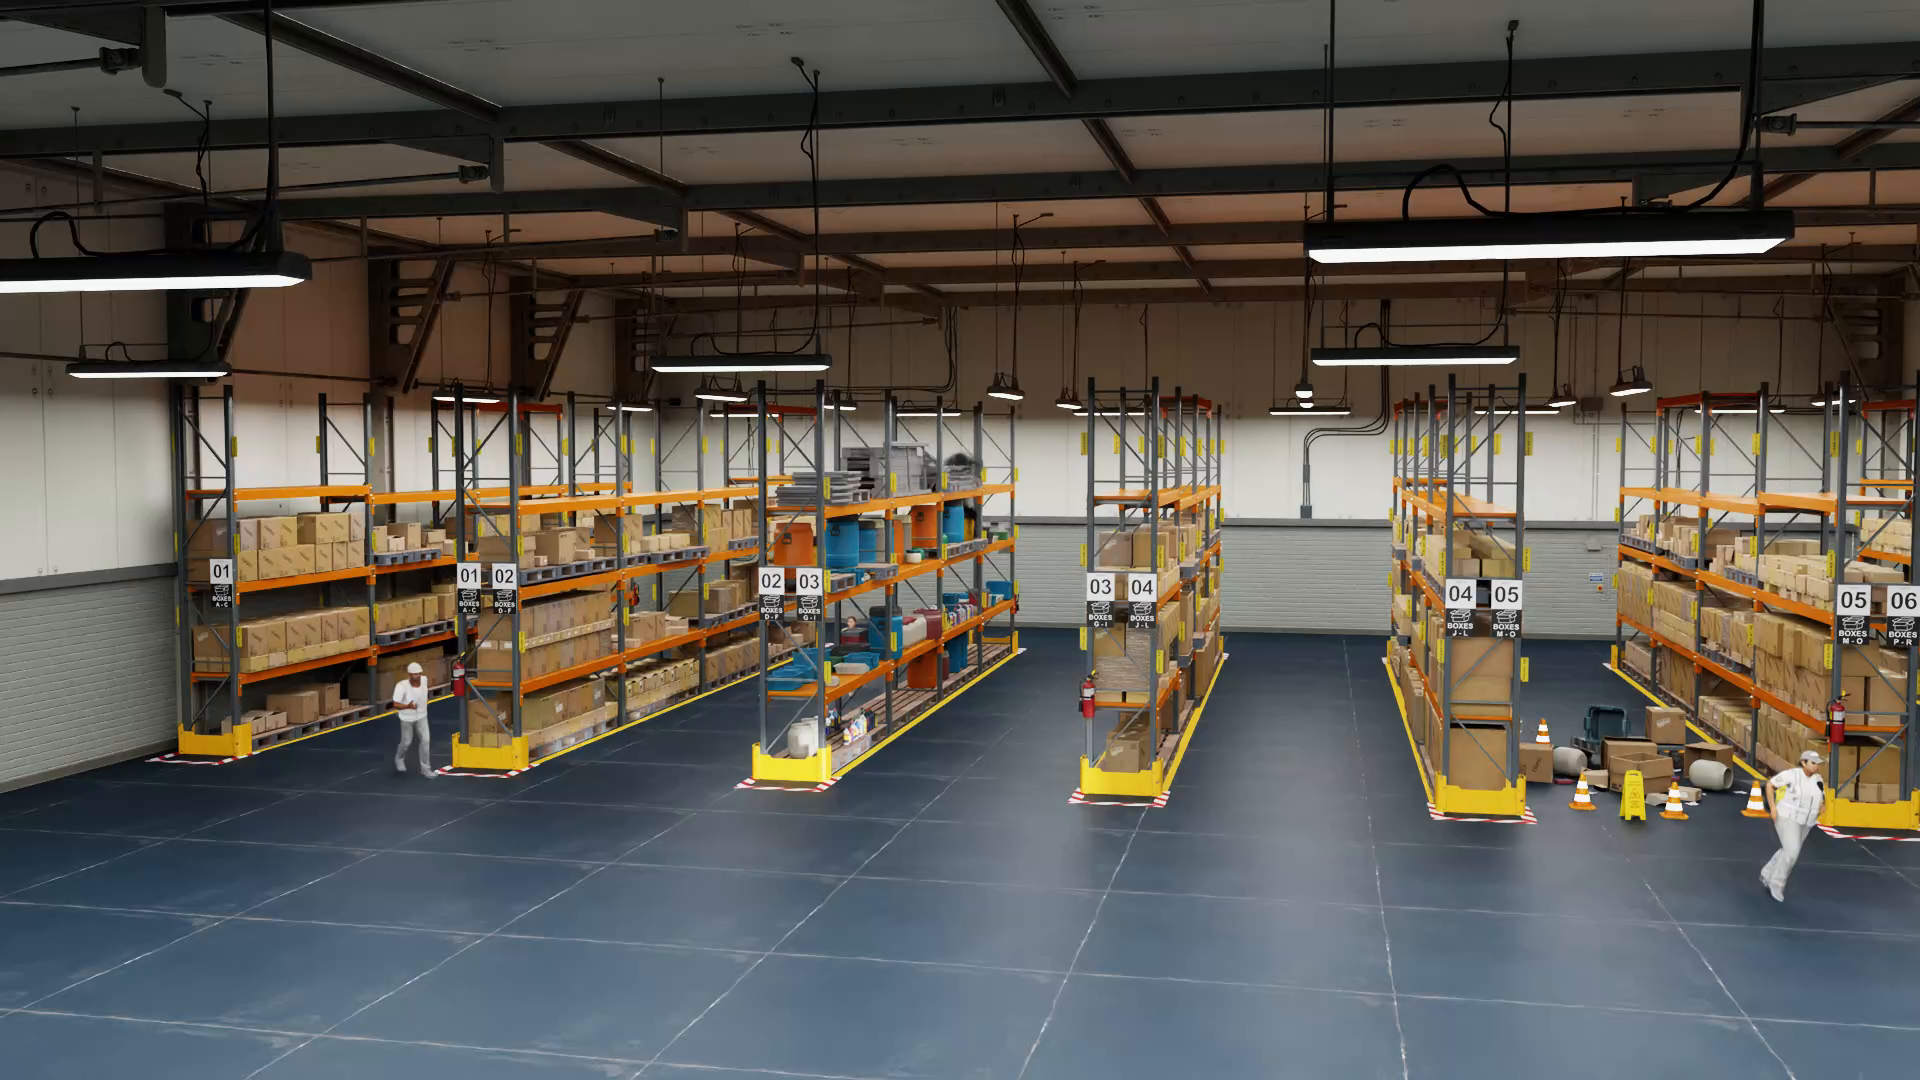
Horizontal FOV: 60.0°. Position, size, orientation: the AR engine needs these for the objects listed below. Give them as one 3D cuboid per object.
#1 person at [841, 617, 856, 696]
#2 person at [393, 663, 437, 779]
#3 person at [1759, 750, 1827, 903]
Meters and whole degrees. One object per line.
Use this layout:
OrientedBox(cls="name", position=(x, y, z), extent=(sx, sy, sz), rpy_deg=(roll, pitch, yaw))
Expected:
OrientedBox(cls="person", position=(-2.186, 2.331, 33.521), extent=(0.581, 1.609, 0.557), rpy_deg=(0, 3, 4))
OrientedBox(cls="person", position=(-8.331, 2.720, 25.234), extent=(0.633, 1.757, 0.986), rpy_deg=(-3, 4, -40))
OrientedBox(cls="person", position=(9.251, 3.144, 18.515), extent=(0.753, 1.629, 0.762), rpy_deg=(-1, 3, -14))
